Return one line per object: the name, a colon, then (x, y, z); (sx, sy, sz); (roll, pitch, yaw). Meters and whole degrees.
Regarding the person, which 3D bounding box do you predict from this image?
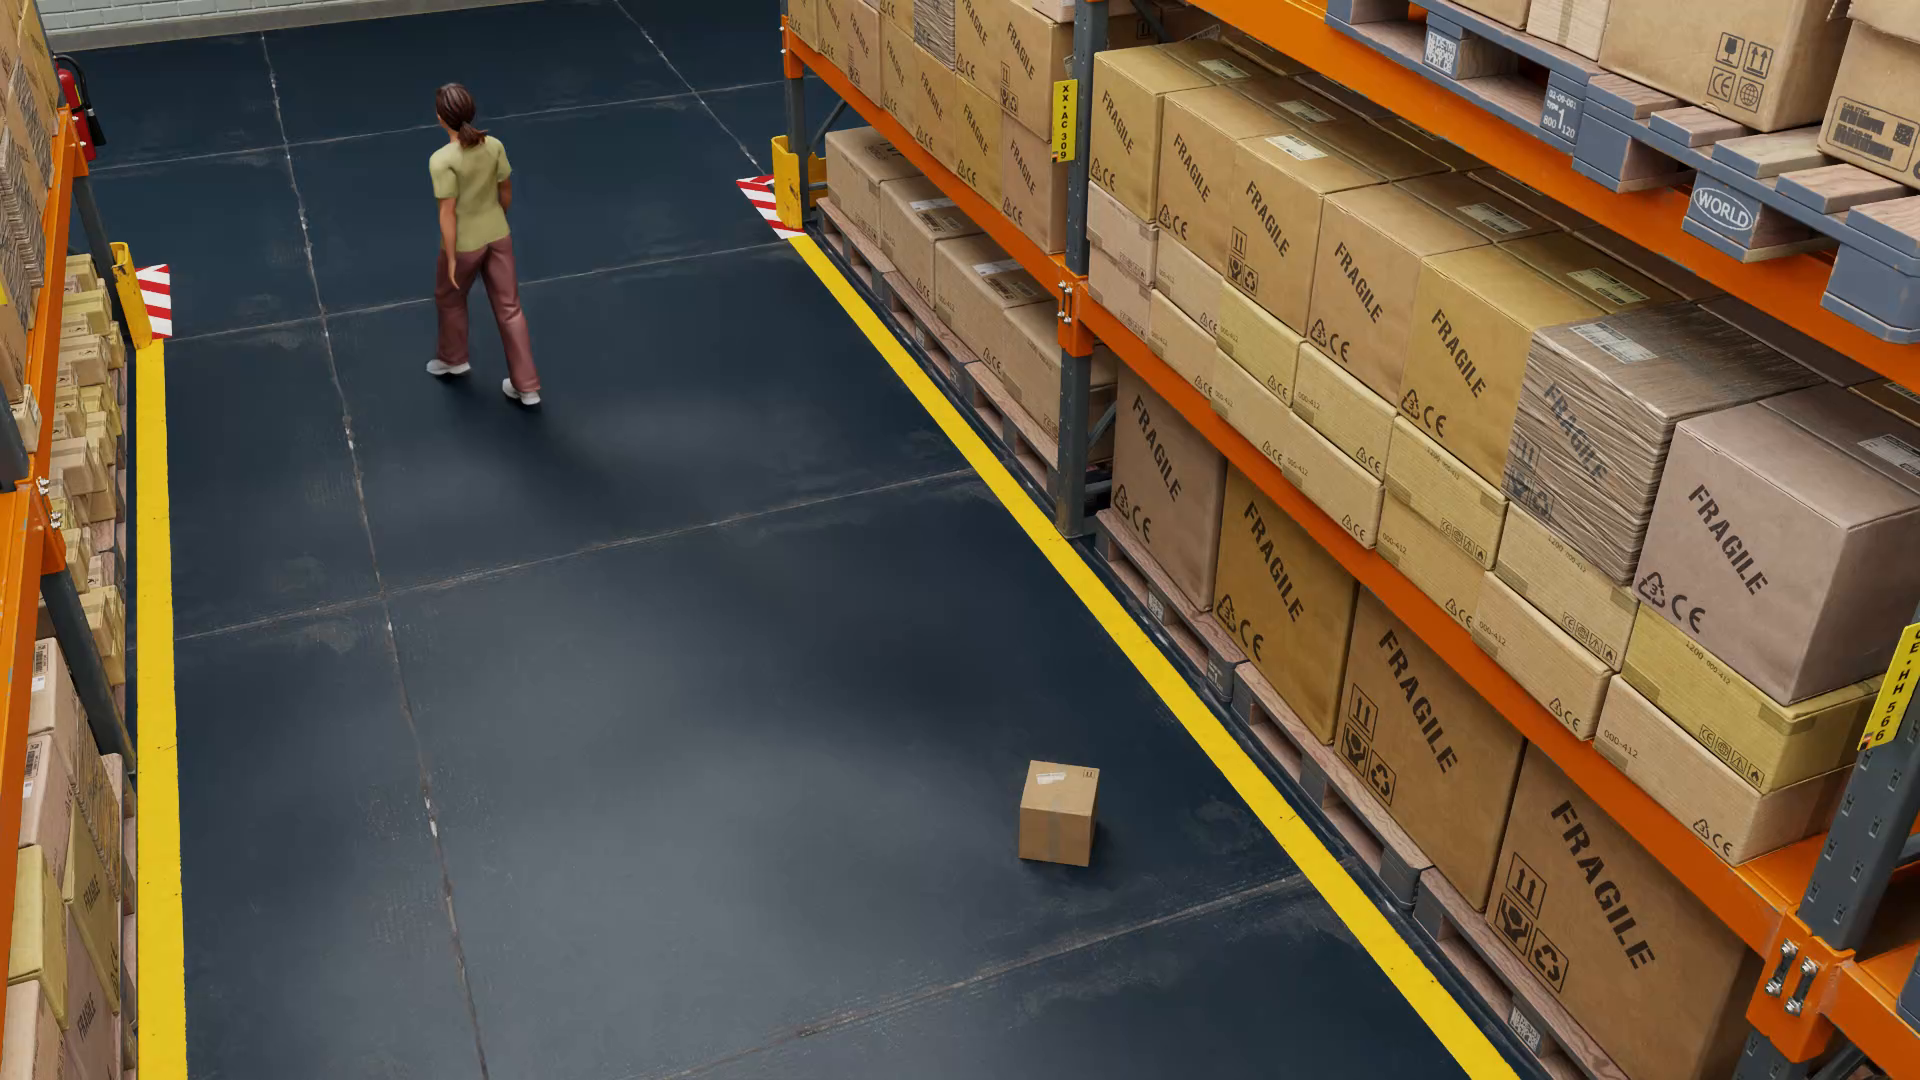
person: (-2.485, -1.521, 8.428); (0.478, 1.665, 0.853); (-28, 42, -35)
